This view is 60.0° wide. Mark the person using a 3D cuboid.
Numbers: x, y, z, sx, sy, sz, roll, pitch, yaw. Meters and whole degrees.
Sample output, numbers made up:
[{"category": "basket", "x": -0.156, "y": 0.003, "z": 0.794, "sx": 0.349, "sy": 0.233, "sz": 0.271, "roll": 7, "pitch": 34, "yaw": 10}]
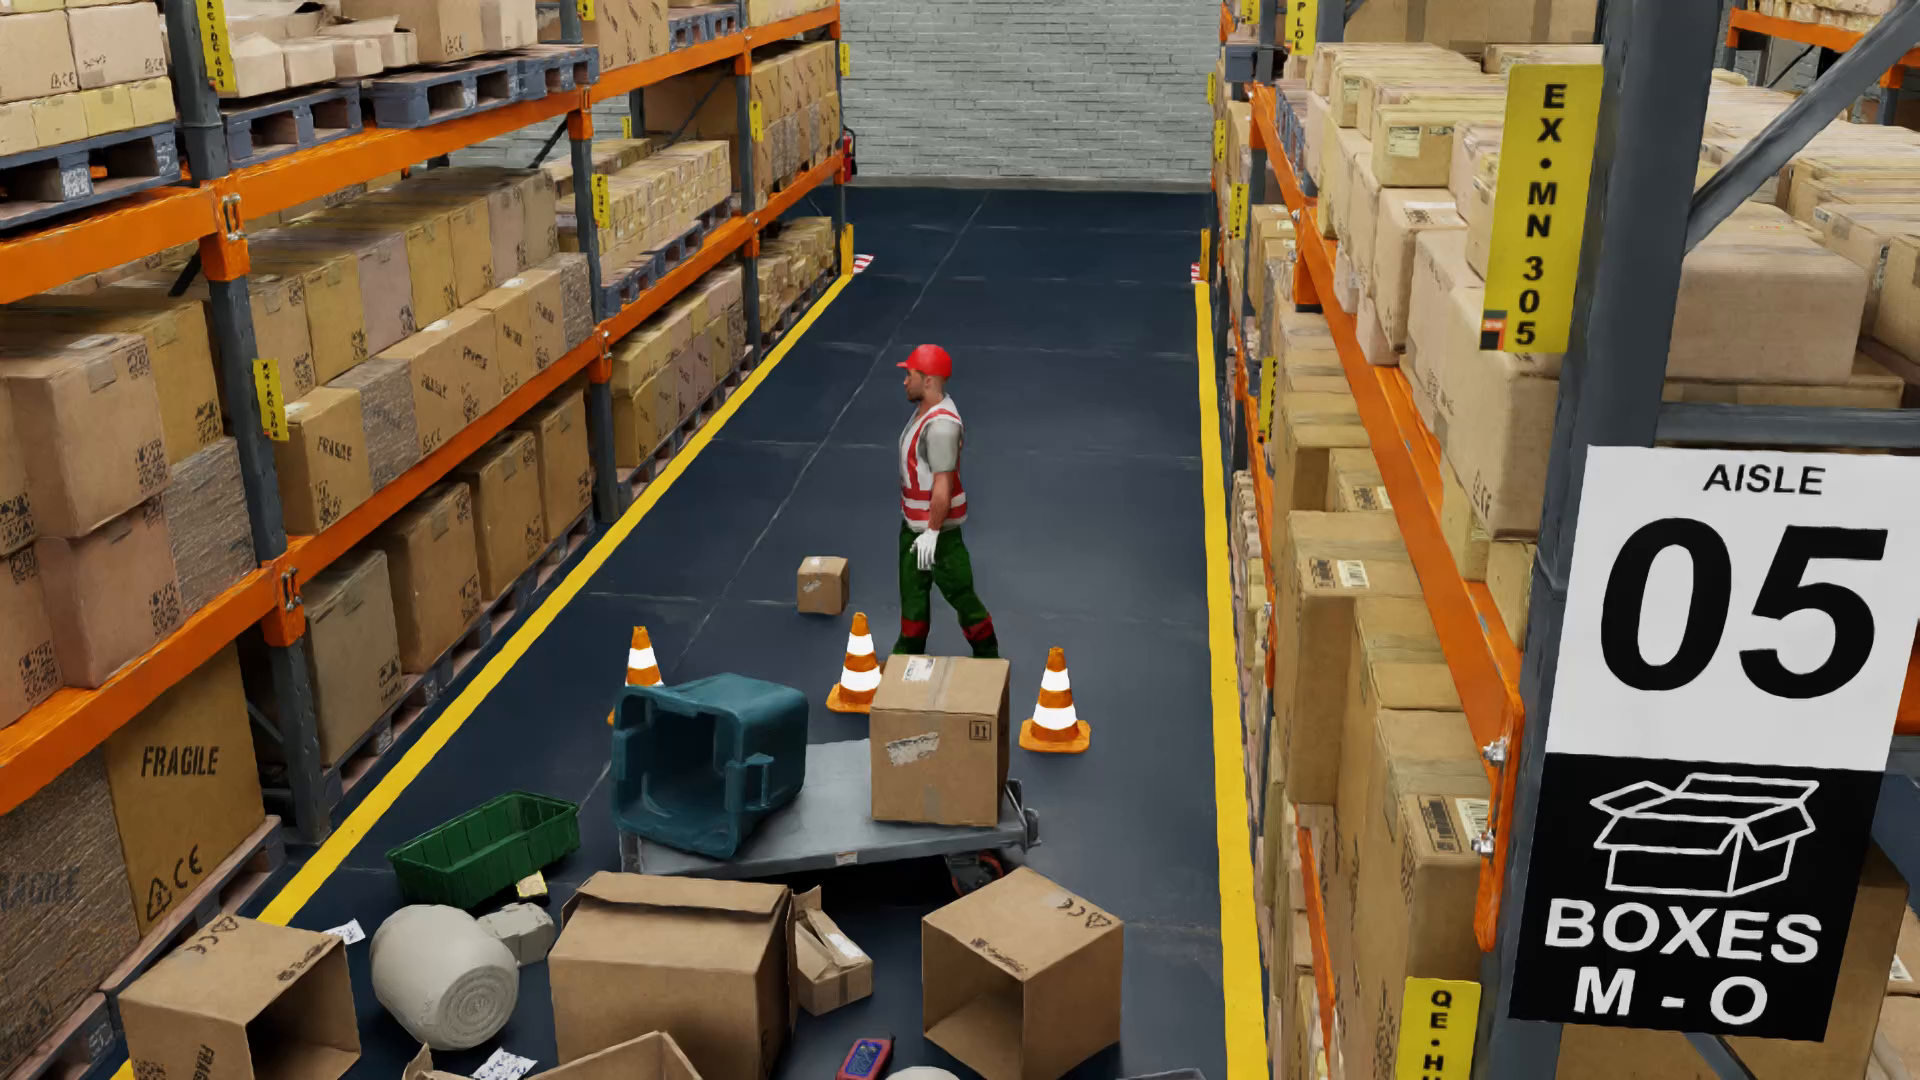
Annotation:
[{"category": "person", "x": -0.156, "y": -0.112, "z": 8.342, "sx": 0.680, "sy": 1.783, "sz": 0.741, "roll": -5, "pitch": 22, "yaw": -13}]
